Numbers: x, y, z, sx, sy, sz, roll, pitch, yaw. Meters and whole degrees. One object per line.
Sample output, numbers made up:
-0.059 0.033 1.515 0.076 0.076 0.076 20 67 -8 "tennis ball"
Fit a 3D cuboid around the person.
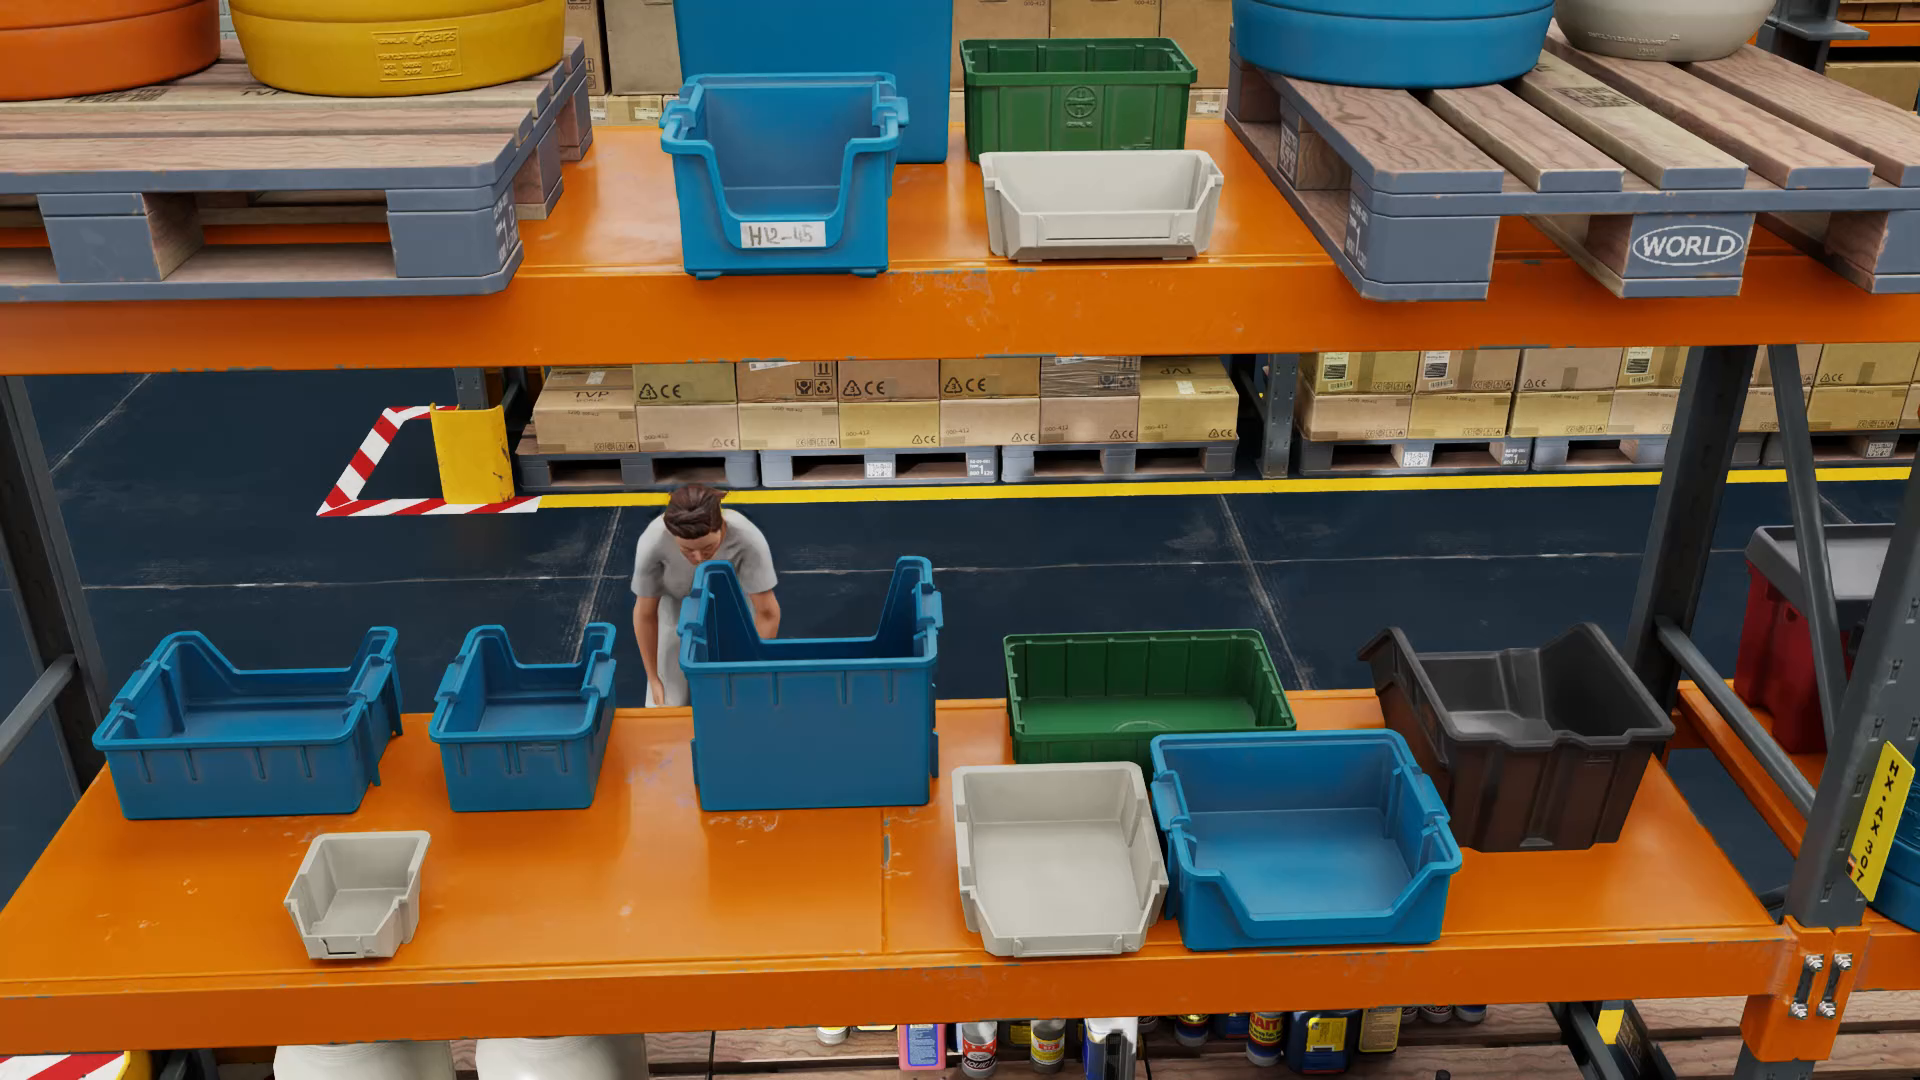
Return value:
-0.849 0.371 5.699 0.490 1.417 0.616 -1 28 -2 "person"
